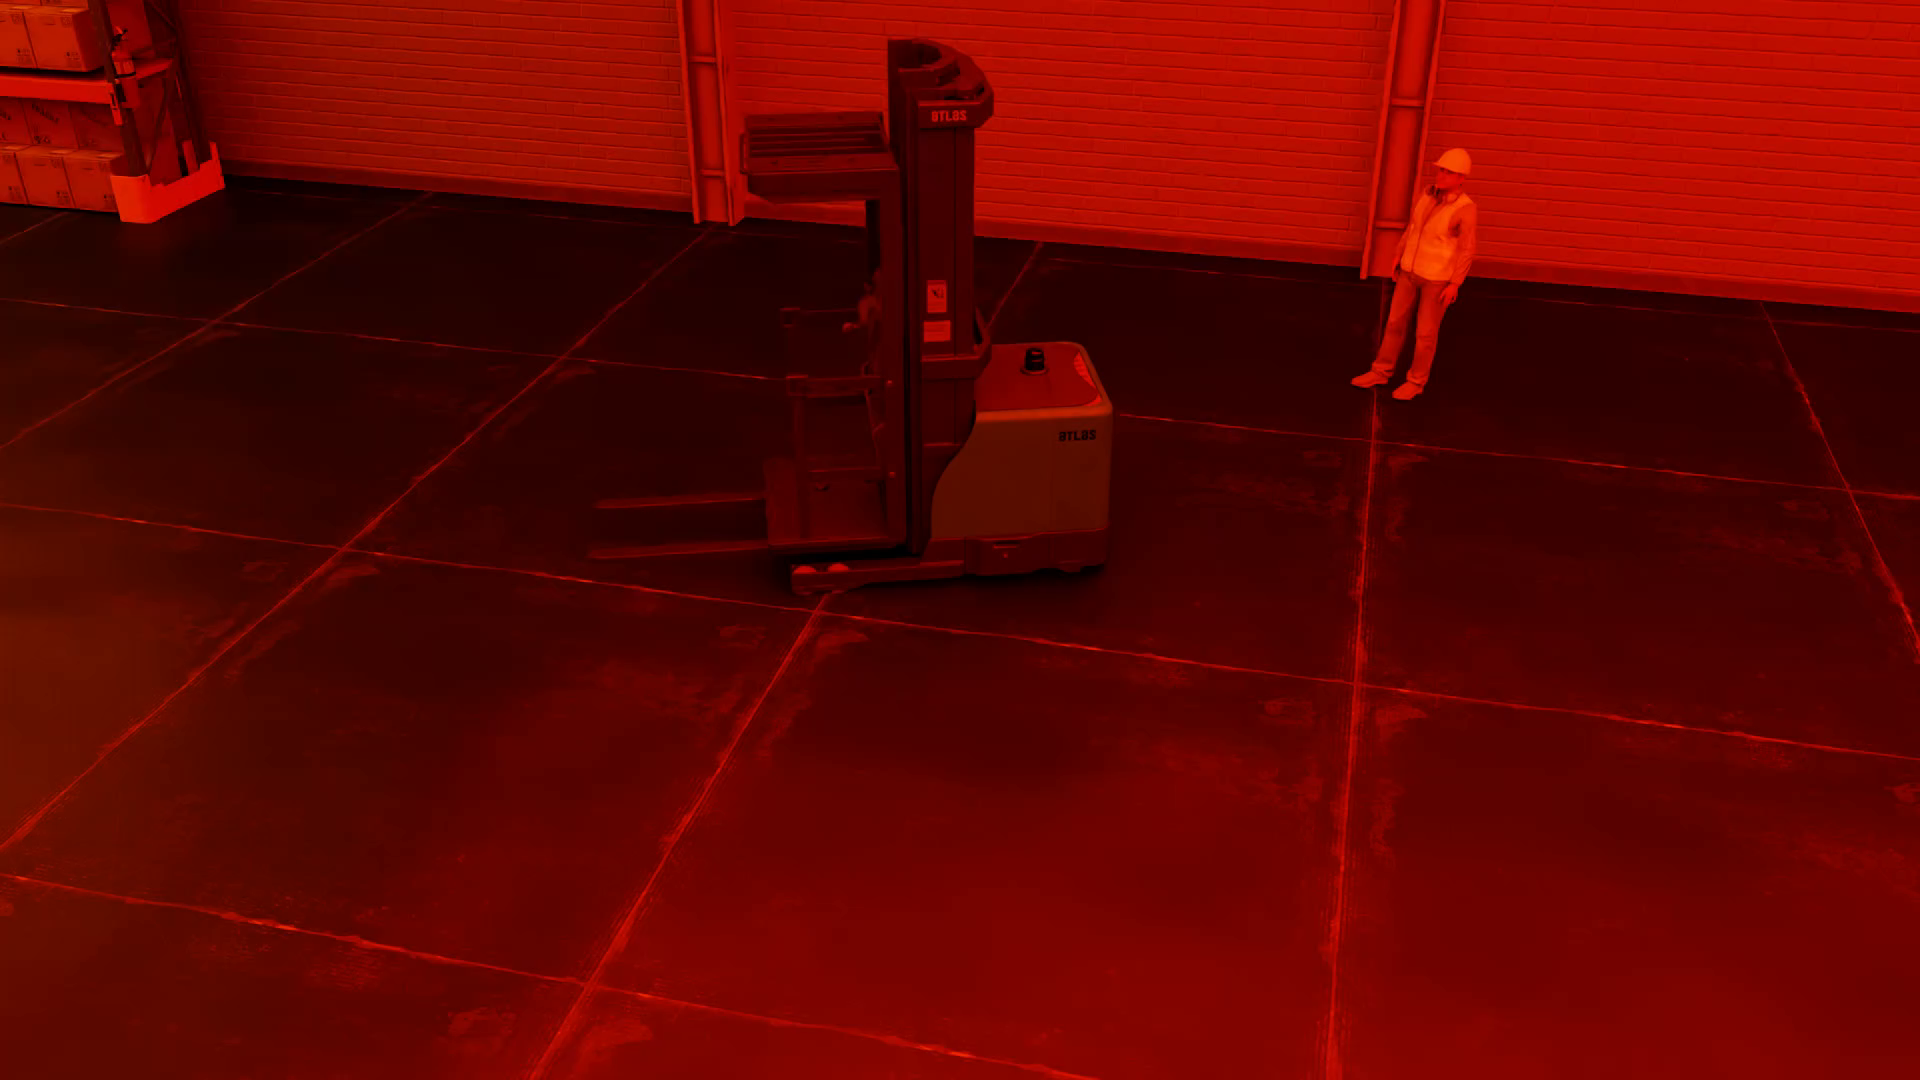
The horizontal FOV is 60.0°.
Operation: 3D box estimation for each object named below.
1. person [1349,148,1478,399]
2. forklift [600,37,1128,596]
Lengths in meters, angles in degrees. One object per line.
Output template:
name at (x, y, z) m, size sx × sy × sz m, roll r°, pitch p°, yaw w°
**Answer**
person at (3.214, -1.845, 11.588) m, size 0.560 × 1.776 × 0.633 m, roll -16°, pitch 33°, yaw -26°
forklift at (-0.602, -1.232, 9.345) m, size 3.031 × 2.935 × 1.130 m, roll -4°, pitch 30°, yaw -7°
